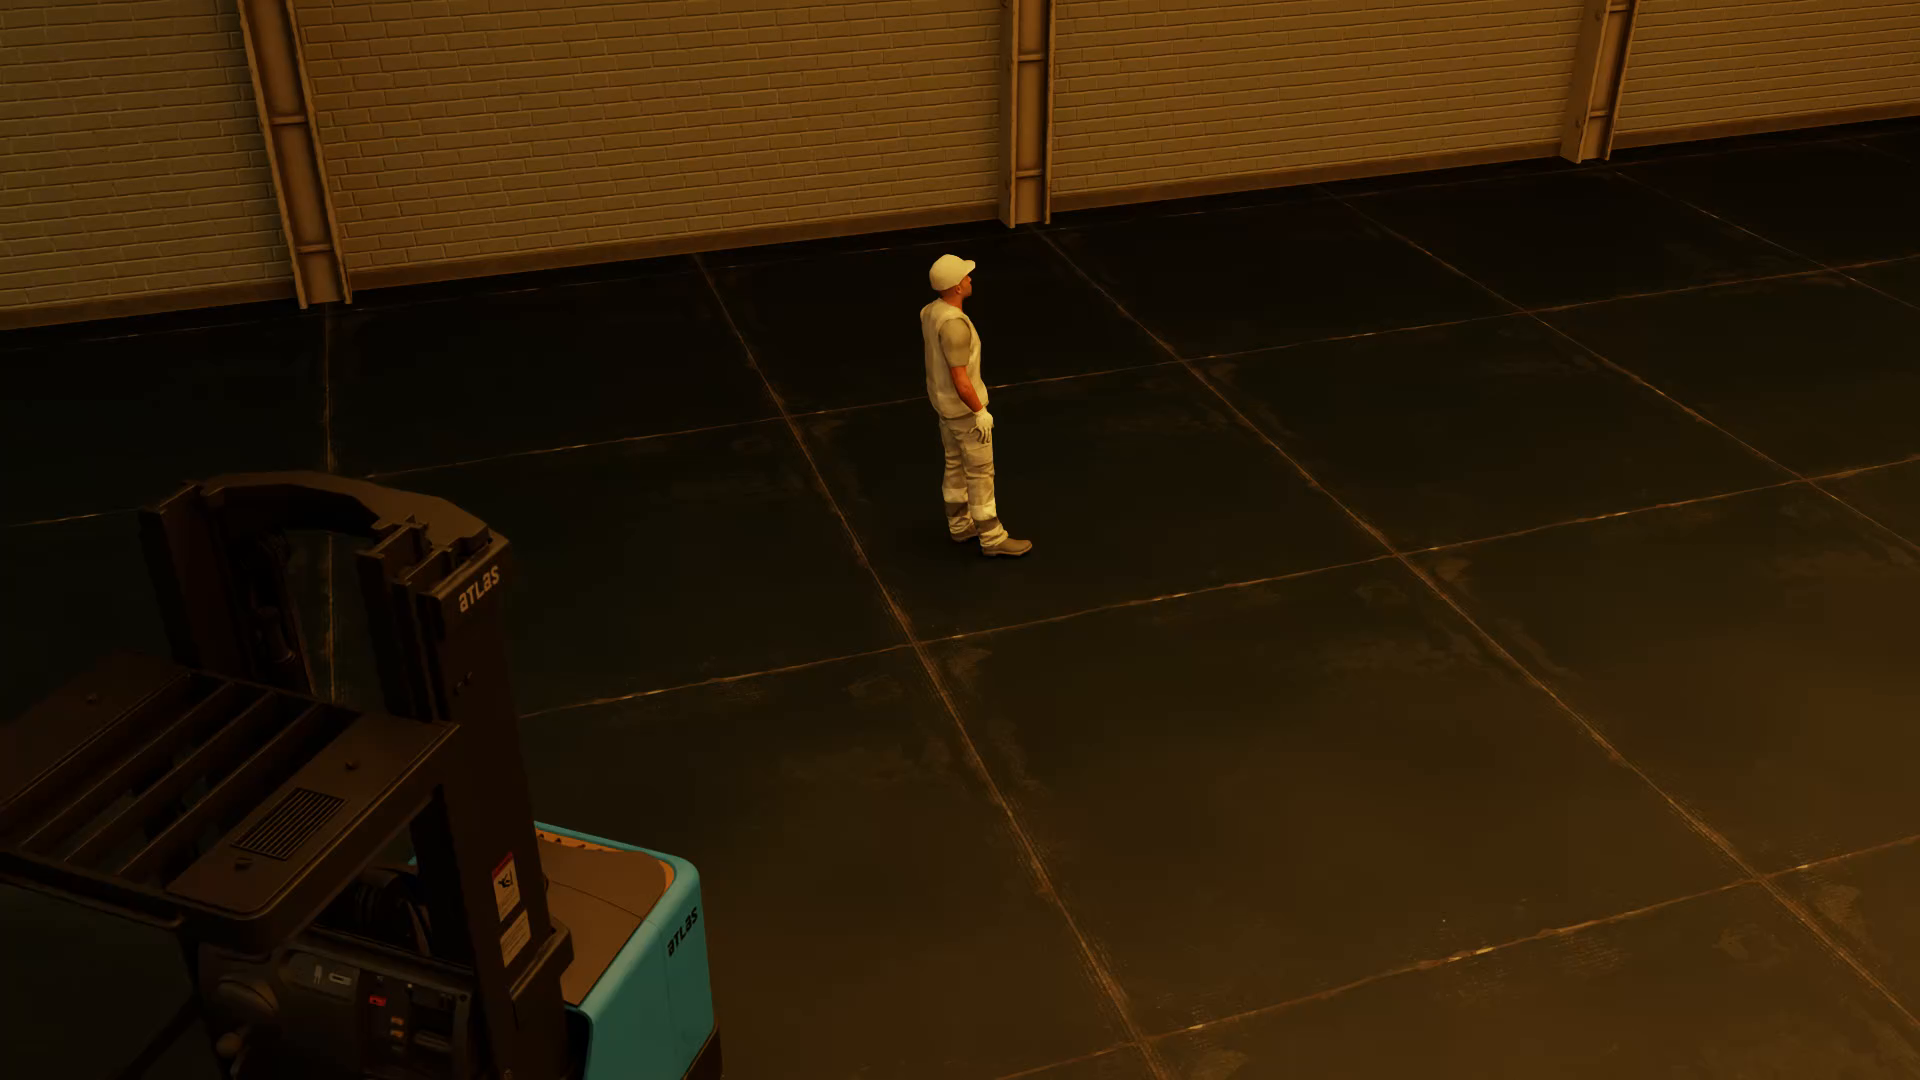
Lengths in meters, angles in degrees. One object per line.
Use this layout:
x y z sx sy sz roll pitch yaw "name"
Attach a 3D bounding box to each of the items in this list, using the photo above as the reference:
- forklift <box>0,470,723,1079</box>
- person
-1.881 1.410 4.637 1.130 2.935 3.031 10 31 17 "forklift"
0.080 -0.789 9.588 0.564 1.787 0.637 -10 31 -16 "person"
